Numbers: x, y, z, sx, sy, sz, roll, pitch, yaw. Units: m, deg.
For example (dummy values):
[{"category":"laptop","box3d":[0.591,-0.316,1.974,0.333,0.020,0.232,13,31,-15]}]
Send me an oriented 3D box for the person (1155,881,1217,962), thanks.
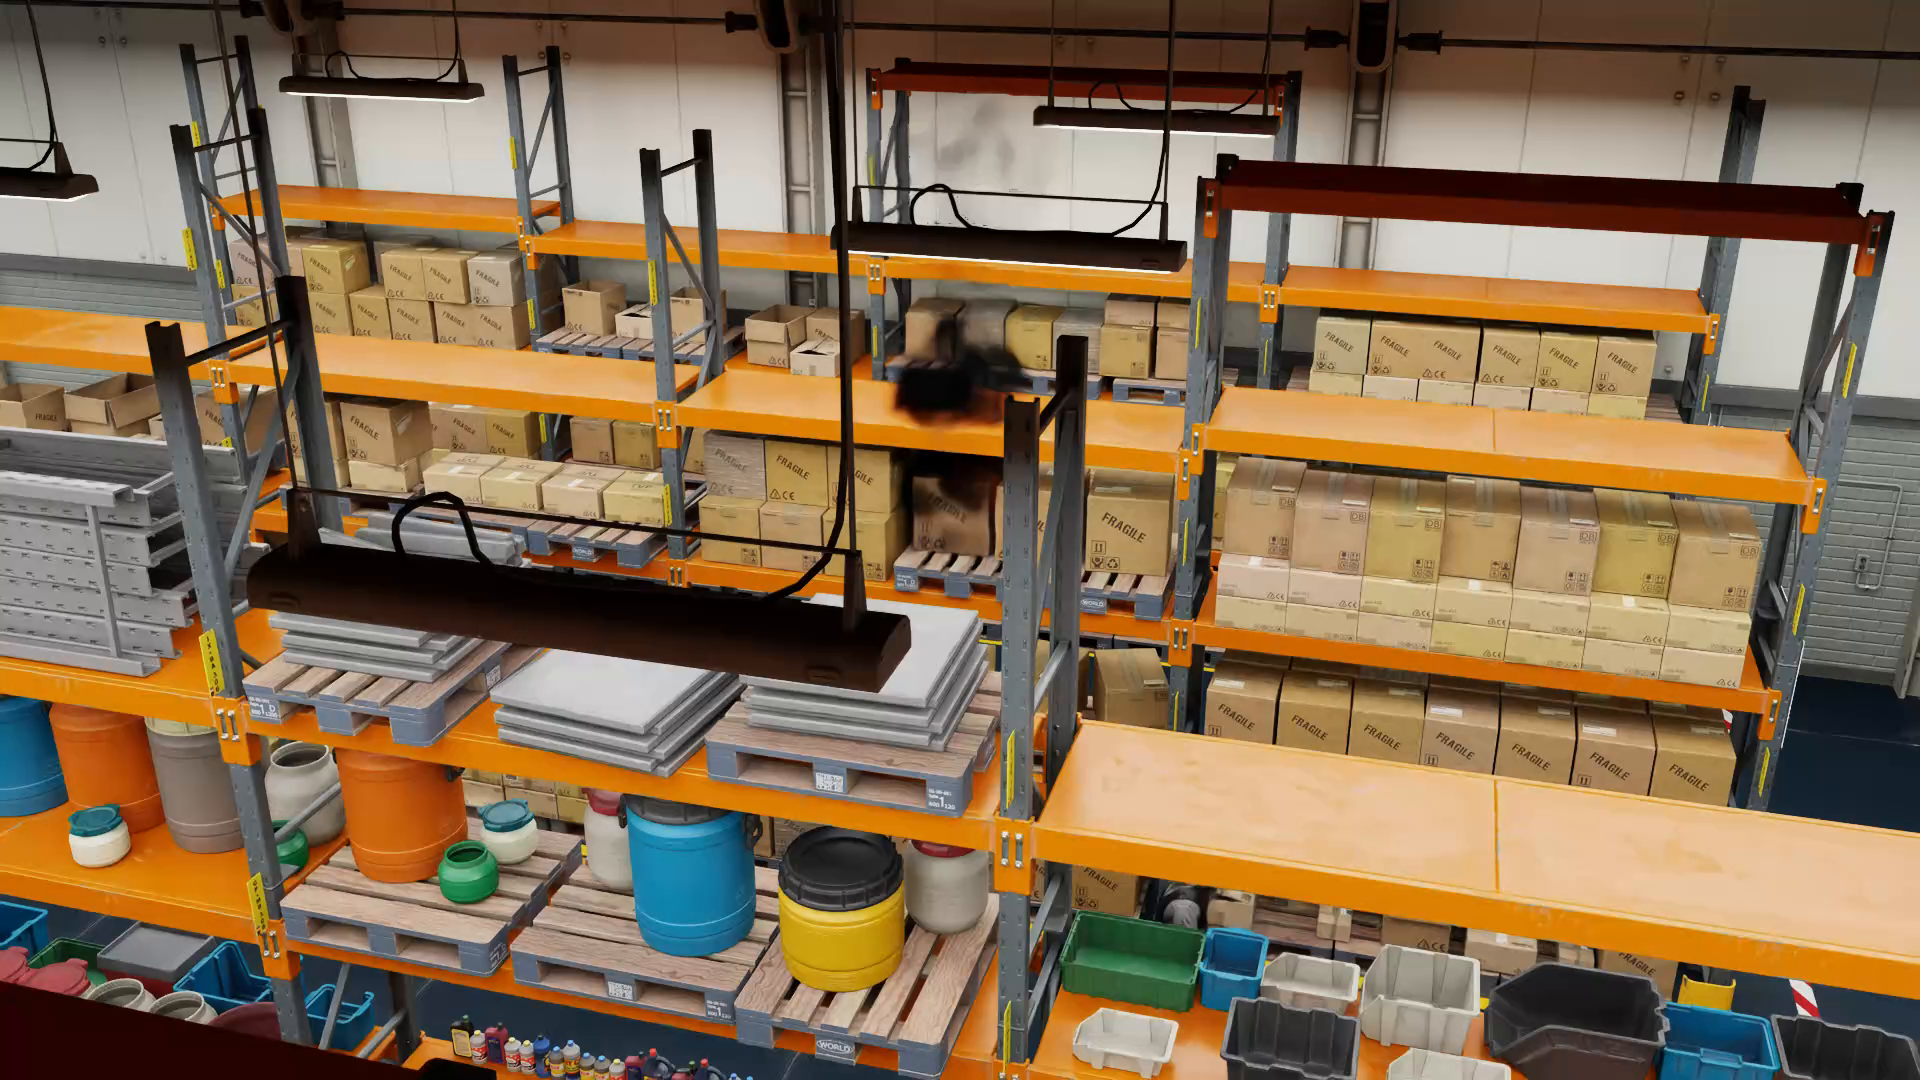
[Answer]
[{"category":"person","box3d":[1.447,2.776,11.178,0.510,1.690,0.706,7,24,17]}]
